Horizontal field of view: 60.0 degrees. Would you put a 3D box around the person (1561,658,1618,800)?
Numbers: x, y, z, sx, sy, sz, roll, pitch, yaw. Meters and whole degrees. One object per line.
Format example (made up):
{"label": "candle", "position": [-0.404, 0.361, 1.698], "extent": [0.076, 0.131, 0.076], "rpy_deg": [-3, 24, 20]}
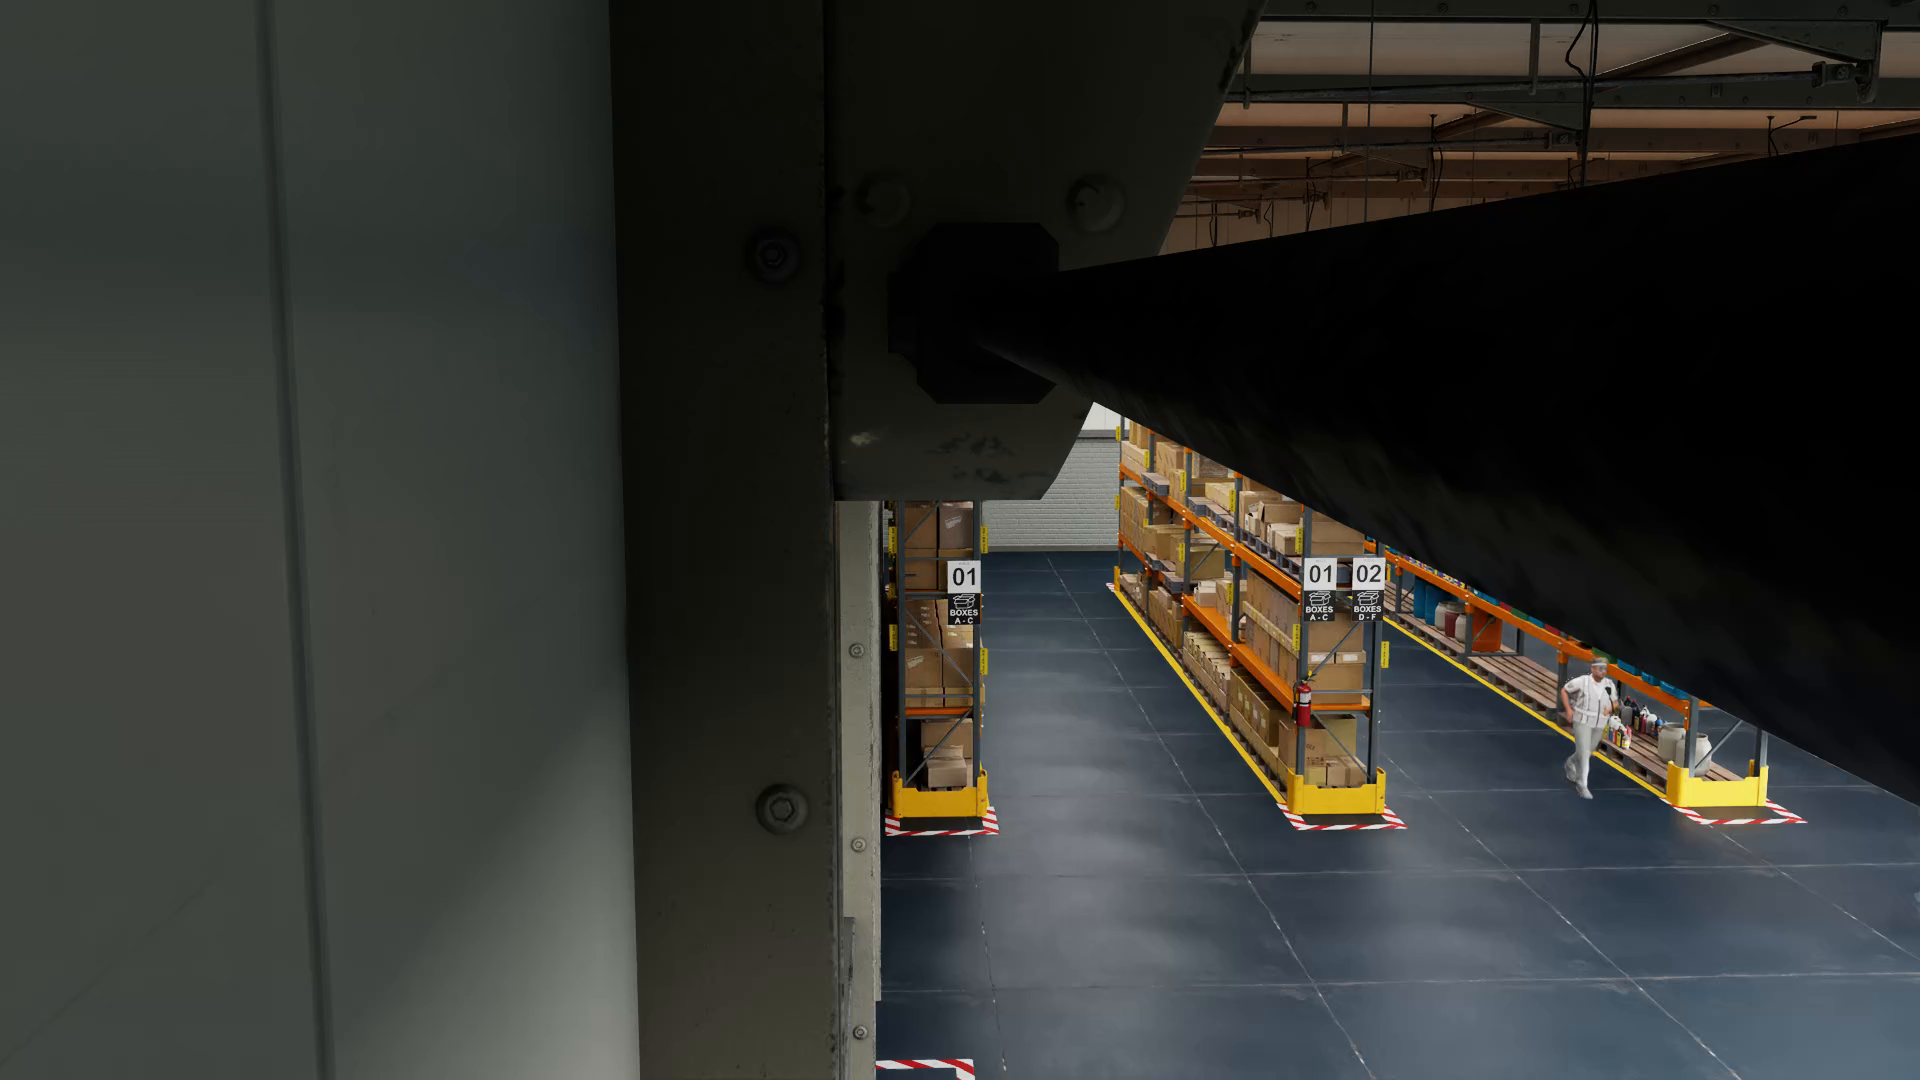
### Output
{"label": "person", "position": [8.171, 2.391, 21.540], "extent": [0.683, 1.809, 0.874], "rpy_deg": [-1, 8, -7]}
